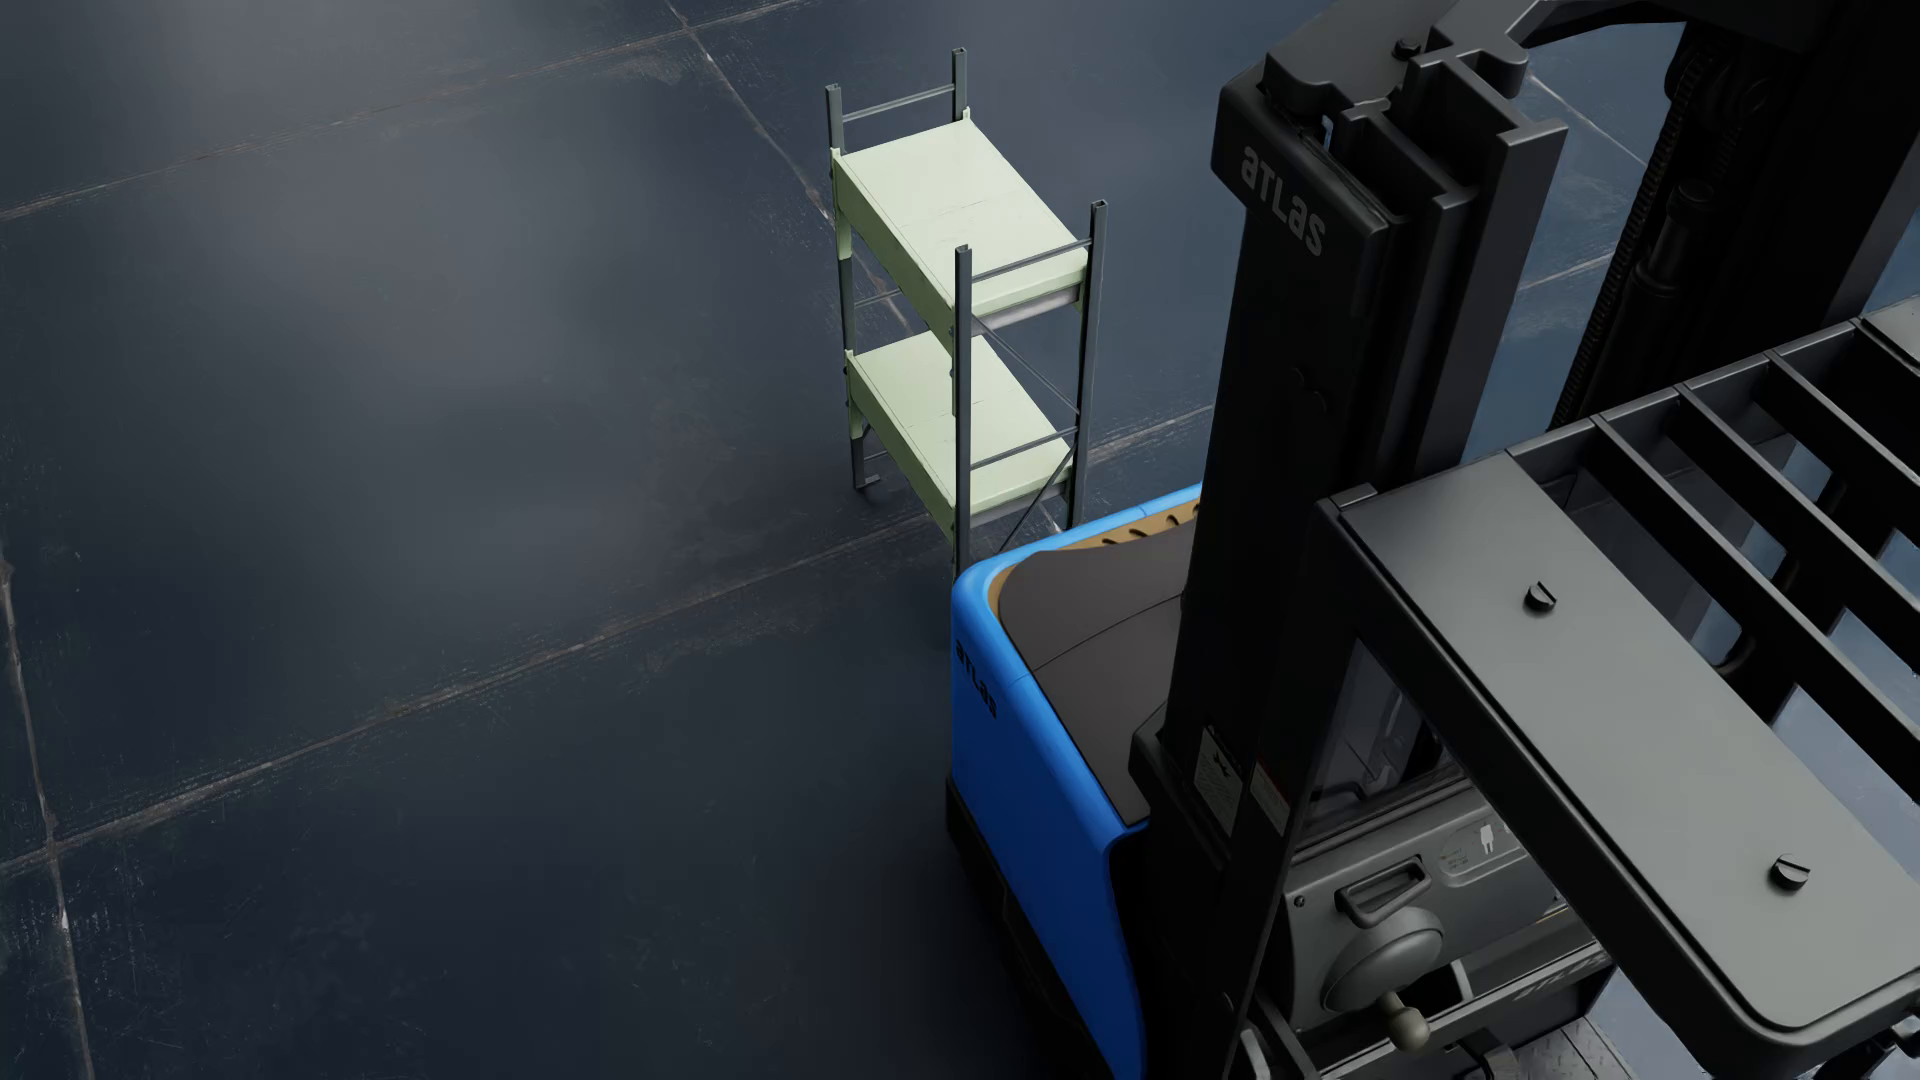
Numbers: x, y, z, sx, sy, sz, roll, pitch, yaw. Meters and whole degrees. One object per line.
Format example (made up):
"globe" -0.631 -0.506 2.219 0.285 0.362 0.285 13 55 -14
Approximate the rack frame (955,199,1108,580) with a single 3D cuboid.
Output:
"rack frame" 0.171 -0.244 4.467 0.400 1.500 0.023 -21 52 -18

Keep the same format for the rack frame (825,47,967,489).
"rack frame" -0.164 -0.734 4.896 0.400 1.500 0.023 -21 52 -18

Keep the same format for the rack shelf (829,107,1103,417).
"rack shelf" 0.003 -0.746 4.388 0.431 0.370 0.720 -21 52 -18

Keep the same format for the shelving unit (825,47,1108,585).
"shelving unit" 0.003 -0.489 4.682 0.431 1.500 0.755 -21 52 -18

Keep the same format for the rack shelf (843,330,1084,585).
"rack shelf" 0.003 -0.275 4.927 0.431 0.370 0.720 -21 52 -18

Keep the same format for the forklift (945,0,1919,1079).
"forklift" 1.044 0.666 2.720 1.130 2.935 3.031 -19 52 -16
